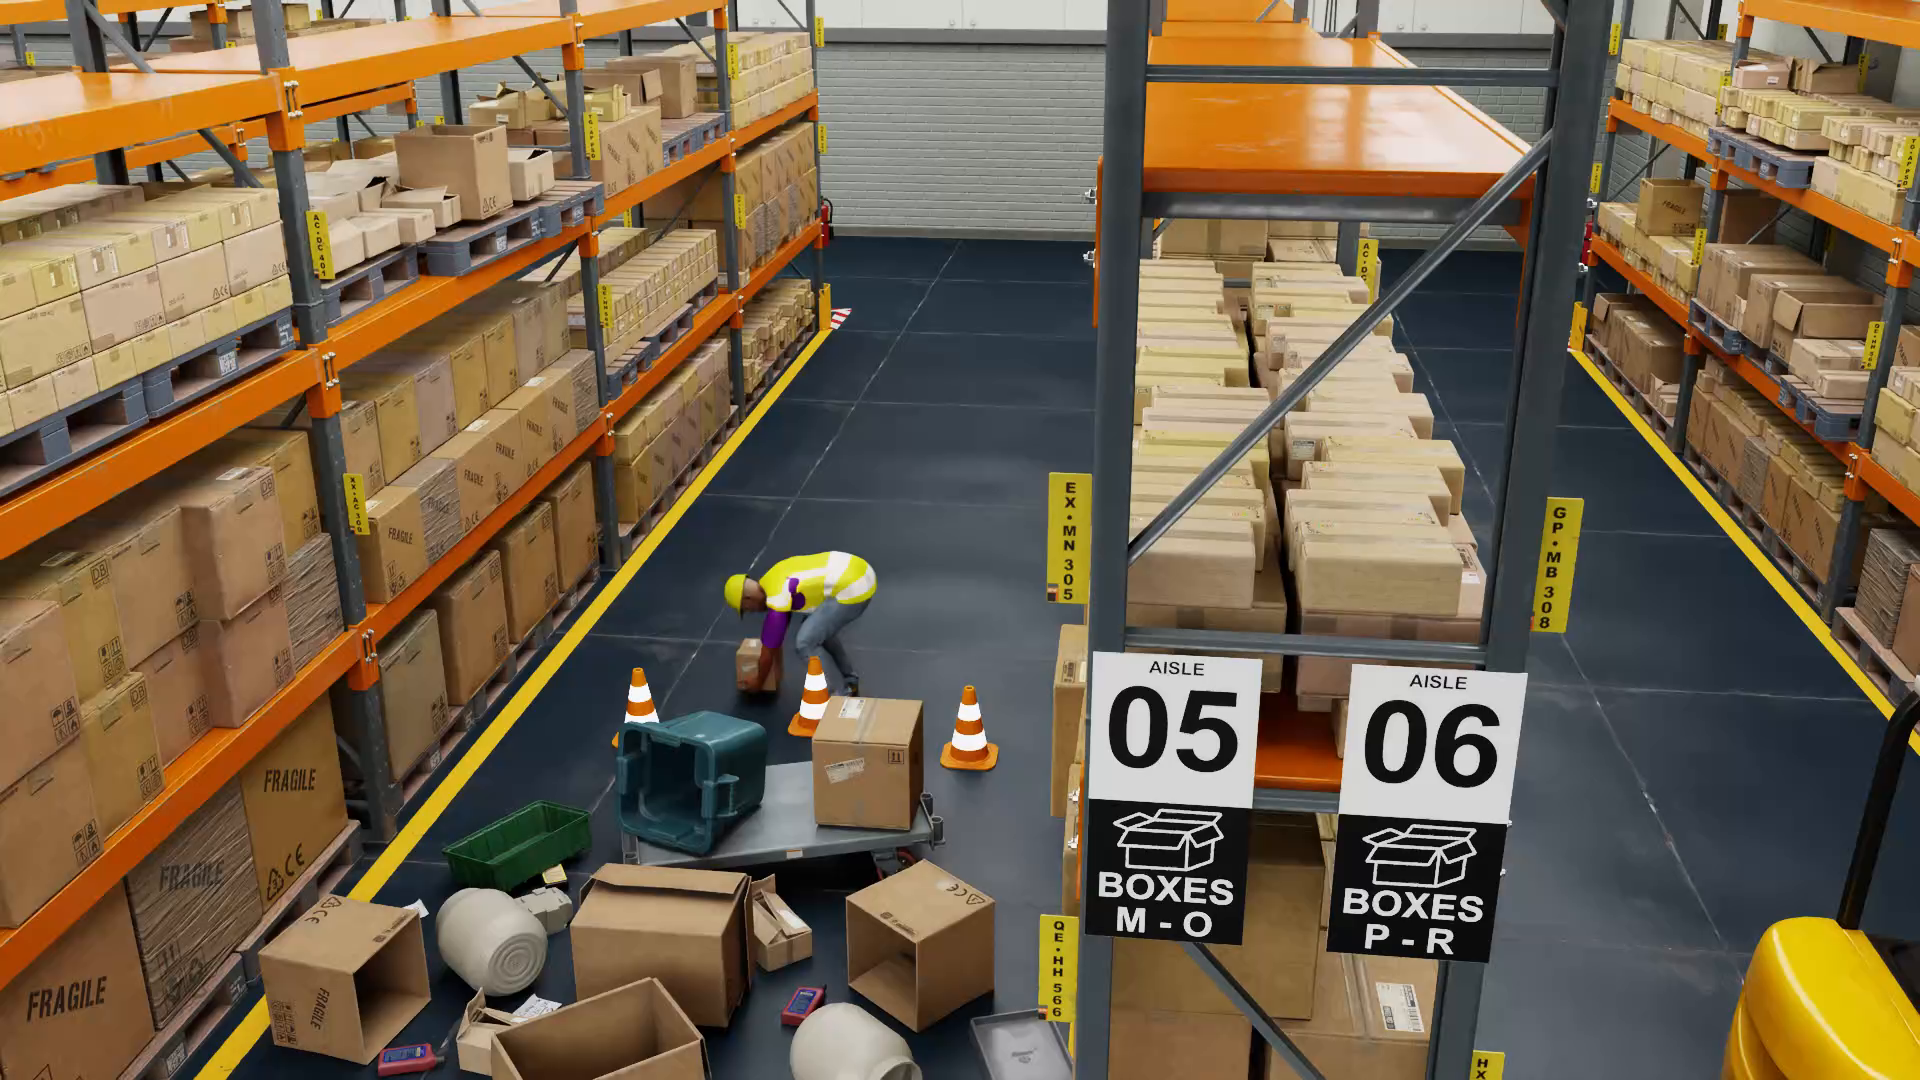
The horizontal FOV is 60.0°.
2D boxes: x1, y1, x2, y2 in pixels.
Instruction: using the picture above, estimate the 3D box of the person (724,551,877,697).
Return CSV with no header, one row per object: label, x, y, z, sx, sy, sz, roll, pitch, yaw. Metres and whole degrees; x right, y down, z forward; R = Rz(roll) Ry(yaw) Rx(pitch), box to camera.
person,-1.022,0.559,10.667,0.965,0.992,0.492,1,21,4
